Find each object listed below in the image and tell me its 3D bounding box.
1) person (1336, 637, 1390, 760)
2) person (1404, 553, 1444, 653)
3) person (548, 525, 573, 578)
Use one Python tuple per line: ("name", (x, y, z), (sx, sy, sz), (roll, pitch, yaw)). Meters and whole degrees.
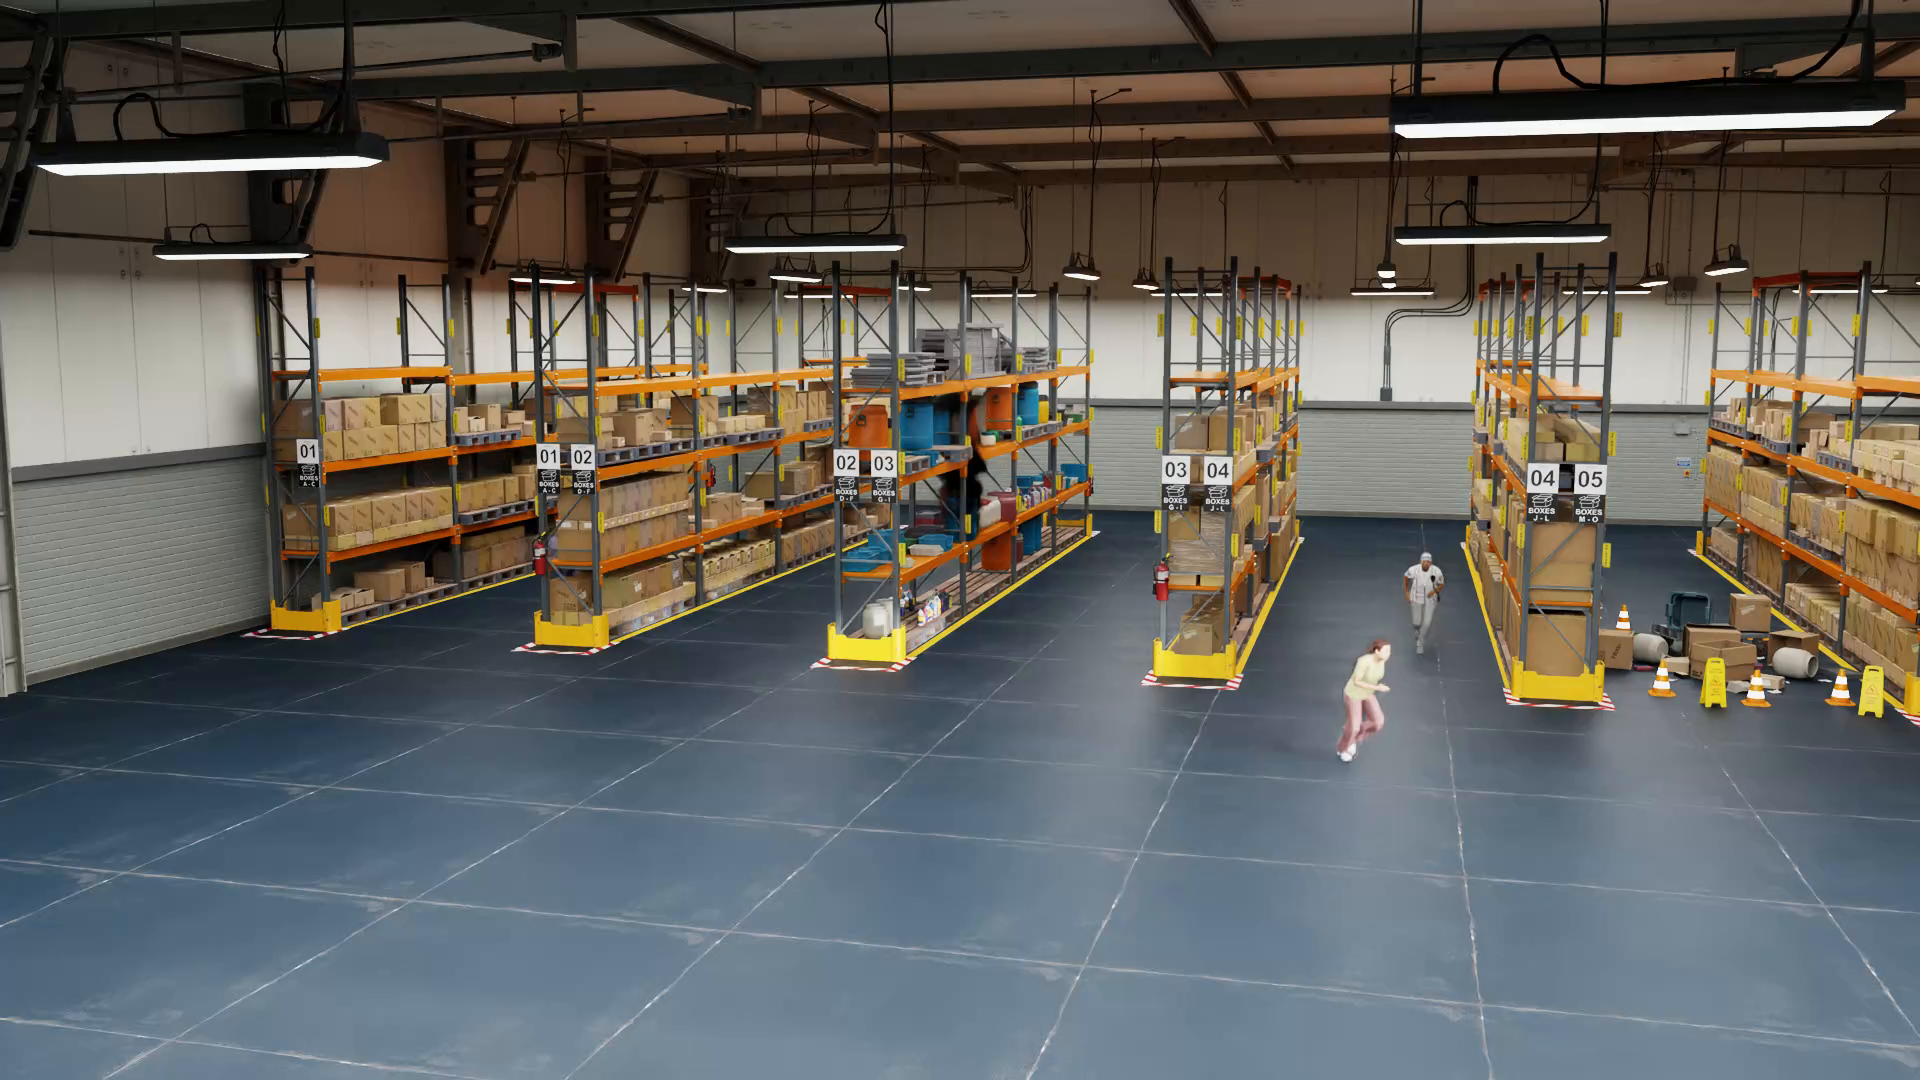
("person", (4.700, 1.830, 19.196), (0.608, 1.510, 0.833), (-5, 9, -34))
("person", (7.184, 0.971, 25.786), (0.596, 1.598, 0.693), (1, 7, 11))
("person", (-6.964, 0.514, 29.189), (0.608, 1.653, 1.052), (1, 7, 10))
